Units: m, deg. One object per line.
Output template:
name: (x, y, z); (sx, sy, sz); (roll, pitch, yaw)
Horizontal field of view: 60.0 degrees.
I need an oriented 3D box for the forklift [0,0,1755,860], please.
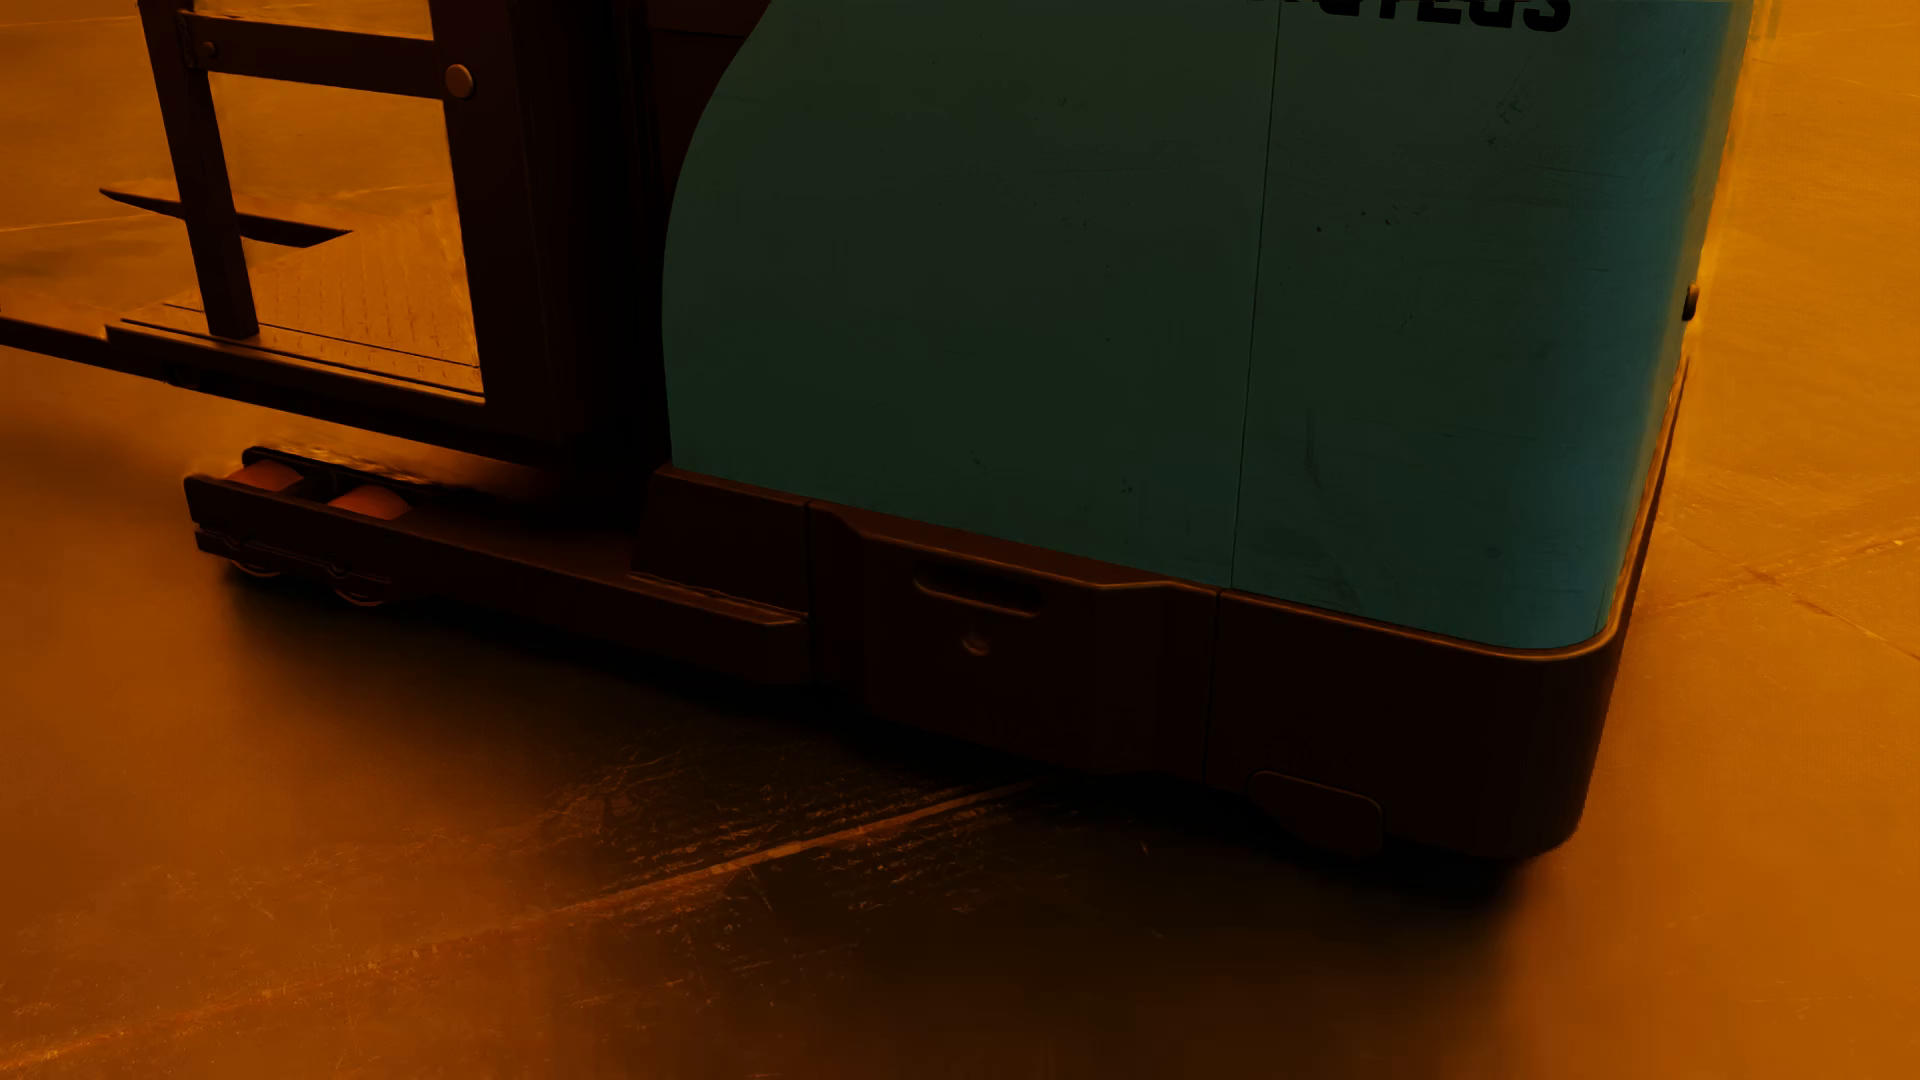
forklift: (-0.529, -1.413, 2.043); (3.031, 2.935, 1.130); (12, 30, 23)
